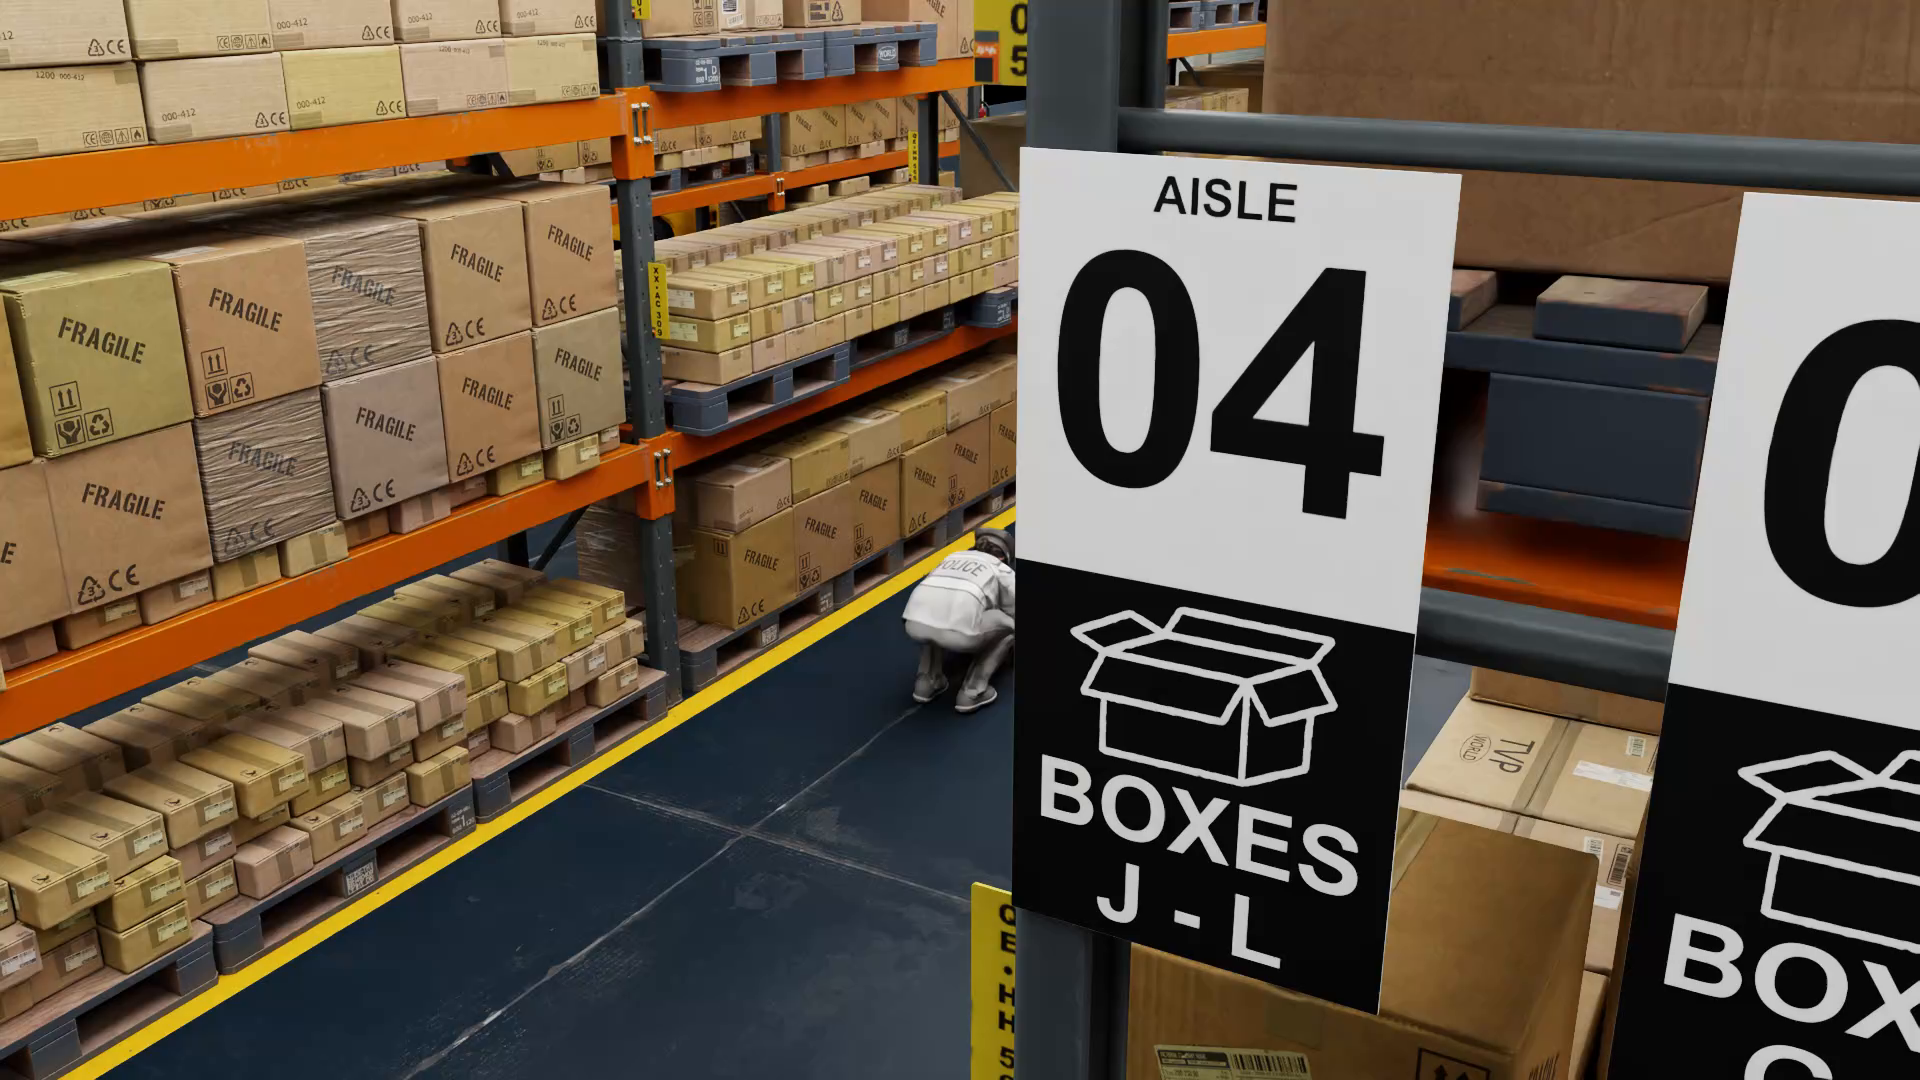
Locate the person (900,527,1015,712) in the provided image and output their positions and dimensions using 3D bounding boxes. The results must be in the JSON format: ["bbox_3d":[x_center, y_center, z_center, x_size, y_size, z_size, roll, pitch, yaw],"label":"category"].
[{"bbox_3d":[0.055,0.379,7.981,0.474,0.734,0.971,10,22,26],"label":"person"}]
